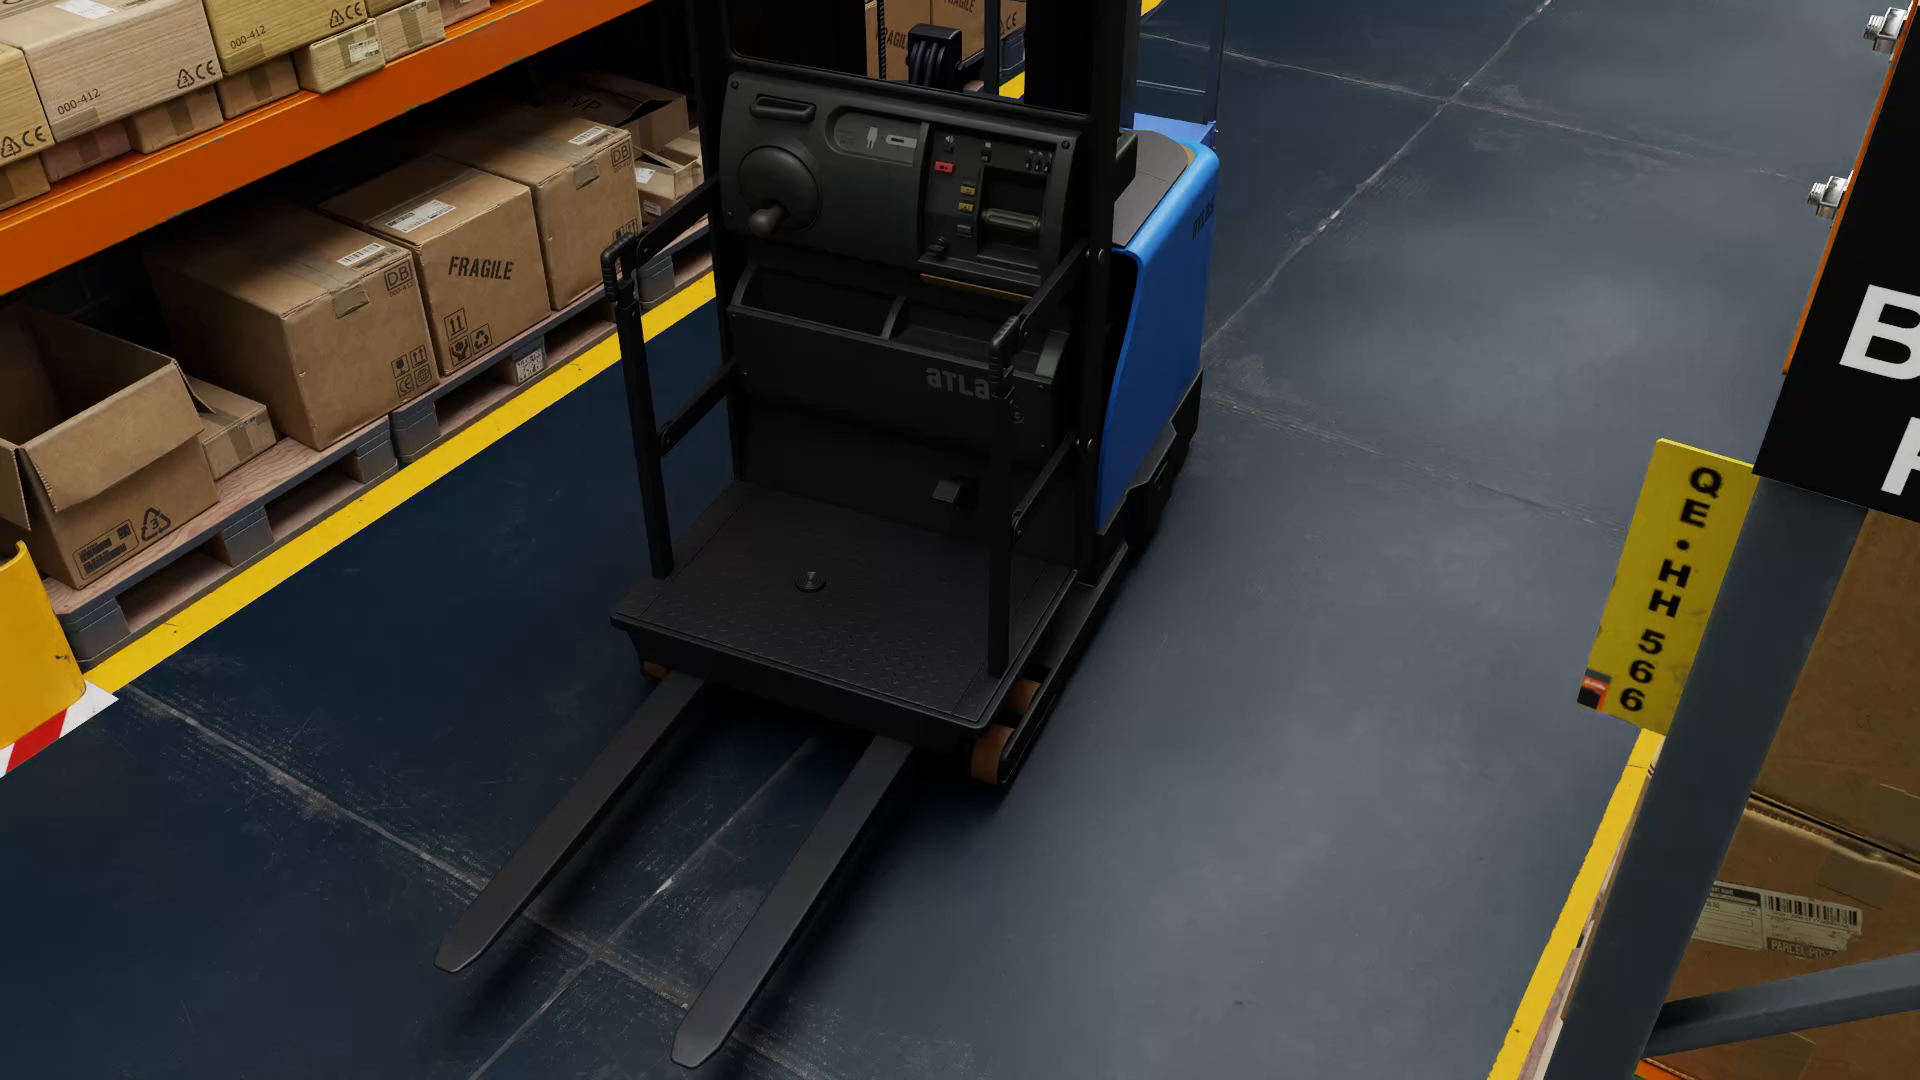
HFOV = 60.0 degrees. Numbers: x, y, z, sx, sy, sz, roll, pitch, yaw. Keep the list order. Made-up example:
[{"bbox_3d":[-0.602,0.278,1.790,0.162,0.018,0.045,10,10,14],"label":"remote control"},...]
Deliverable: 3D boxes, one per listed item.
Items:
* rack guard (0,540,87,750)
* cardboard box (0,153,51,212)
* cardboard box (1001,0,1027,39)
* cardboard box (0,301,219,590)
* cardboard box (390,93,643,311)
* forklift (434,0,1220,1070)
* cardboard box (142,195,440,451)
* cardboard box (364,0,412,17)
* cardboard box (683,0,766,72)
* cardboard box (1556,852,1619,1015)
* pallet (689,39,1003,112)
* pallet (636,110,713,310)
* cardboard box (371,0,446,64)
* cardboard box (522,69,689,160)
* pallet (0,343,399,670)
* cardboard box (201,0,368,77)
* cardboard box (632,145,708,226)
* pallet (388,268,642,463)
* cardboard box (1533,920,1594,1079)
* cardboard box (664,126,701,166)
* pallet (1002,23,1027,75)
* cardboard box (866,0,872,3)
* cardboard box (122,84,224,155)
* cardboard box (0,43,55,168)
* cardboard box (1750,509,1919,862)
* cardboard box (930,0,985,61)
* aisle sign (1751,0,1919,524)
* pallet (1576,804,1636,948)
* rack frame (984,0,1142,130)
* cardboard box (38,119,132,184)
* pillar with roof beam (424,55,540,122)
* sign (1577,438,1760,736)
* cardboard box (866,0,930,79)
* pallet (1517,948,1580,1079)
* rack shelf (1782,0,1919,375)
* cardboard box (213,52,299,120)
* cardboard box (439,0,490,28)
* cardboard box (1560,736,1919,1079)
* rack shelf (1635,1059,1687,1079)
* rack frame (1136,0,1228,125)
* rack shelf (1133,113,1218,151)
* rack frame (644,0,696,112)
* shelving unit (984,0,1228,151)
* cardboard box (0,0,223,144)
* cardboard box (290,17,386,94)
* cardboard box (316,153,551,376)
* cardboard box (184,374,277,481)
[{"bbox_3d":[-3.028,0.119,4.686,1.175,0.500,0.348,21,42,25],"label":"rack guard"},{"bbox_3d":[-2.564,-0.958,4.241,0.380,0.149,0.250,22,43,26],"label":"cardboard box"},{"bbox_3d":[0.071,-2.779,8.102,0.500,0.500,0.500,20,42,24],"label":"cardboard box"},{"bbox_3d":[-2.661,-0.293,4.874,0.797,0.503,0.637,19,42,23],"label":"cardboard box"},{"bbox_3d":[-1.614,-1.255,6.125,0.700,0.500,0.500,20,42,23],"label":"cardboard box"},{"bbox_3d":[-0.251,-0.812,3.902,1.130,2.935,3.031,15,40,19],"label":"forklift"},{"bbox_3d":[-2.171,-0.720,5.431,0.700,0.500,0.500,23,43,27],"label":"cardboard box"},{"bbox_3d":[-1.804,-1.829,5.044,0.500,0.250,0.500,20,42,24],"label":"cardboard box"},{"bbox_3d":[-0.913,-2.420,7.635,0.500,0.500,0.500,21,42,25],"label":"cardboard box"},{"bbox_3d":[1.876,0.791,3.521,0.875,0.438,0.875,22,43,26],"label":"cardboard box"},{"bbox_3d":[-0.522,-2.221,7.958,1.003,0.211,1.213,21,42,25],"label":"pallet"},{"bbox_3d":[-1.295,-1.435,6.939,1.003,0.211,1.213,21,42,25],"label":"pallet"},{"bbox_3d":[-1.805,-1.602,5.077,0.380,0.149,0.250,22,43,26],"label":"cardboard box"},{"bbox_3d":[-1.480,-1.732,6.898,0.500,0.311,0.500,23,43,27],"label":"cardboard box"},{"bbox_3d":[-2.602,-0.177,5.307,1.003,0.211,1.213,21,42,25],"label":"pallet"},{"bbox_3d":[-2.060,-1.558,4.693,0.500,0.250,0.500,20,42,24],"label":"cardboard box"},{"bbox_3d":[-1.168,-1.410,6.517,0.396,0.266,0.258,23,43,27],"label":"cardboard box"},{"bbox_3d":[-1.948,-0.804,6.120,1.003,0.211,1.213,21,42,25],"label":"pallet"},{"bbox_3d":[1.393,1.266,2.906,0.875,0.438,0.875,20,42,24],"label":"cardboard box"},{"bbox_3d":[-0.977,-1.547,6.792,0.380,0.149,0.250,20,42,24],"label":"cardboard box"},{"bbox_3d":[0.131,-2.852,8.777,1.003,0.211,1.213,21,42,25],"label":"pallet"},{"bbox_3d":[-0.509,-2.425,7.110,0.380,0.149,0.250,23,43,27],"label":"cardboard box"},{"bbox_3d":[-2.266,-1.215,4.575,0.380,0.149,0.250,23,43,26],"label":"cardboard box"},{"bbox_3d":[-2.599,-1.036,4.016,0.500,0.250,0.500,21,42,25],"label":"cardboard box"},{"bbox_3d":[1.181,0.028,1.856,0.500,0.500,0.500,23,43,27],"label":"cardboard box"},{"bbox_3d":[-0.200,-2.523,7.770,0.500,0.500,0.500,21,42,25],"label":"cardboard box"},{"bbox_3d":[0.824,-0.304,1.058,0.394,0.787,0.004,21,42,25],"label":"aisle sign"},{"bbox_3d":[2.141,0.830,4.000,1.003,0.211,1.213,21,42,25],"label":"pallet"},{"bbox_3d":[0.313,-1.129,5.486,0.500,1.500,0.032,15,40,19],"label":"rack frame"},{"bbox_3d":[-2.453,-1.105,4.432,0.380,0.149,0.250,21,42,25],"label":"cardboard box"},{"bbox_3d":[1.575,-3.797,2.805,9.100,9.000,0.400,21,42,25],"label":"pillar with roof beam"},{"bbox_3d":[0.673,0.053,1.582,0.100,0.325,0.005,21,42,25],"label":"sign"},{"bbox_3d":[-0.477,-2.246,7.410,0.500,0.500,0.500,23,43,27],"label":"cardboard box"},{"bbox_3d":[1.486,1.457,3.187,1.003,0.211,1.213,21,42,25],"label":"pallet"},{"bbox_3d":[2.196,-1.144,2.409,1.077,0.370,4.000,21,42,25],"label":"rack shelf"},{"bbox_3d":[-2.128,-1.354,4.755,0.380,0.149,0.250,22,43,26],"label":"cardboard box"},{"bbox_3d":[-1.725,-1.757,5.279,0.380,0.149,0.250,21,42,25],"label":"cardboard box"},{"bbox_3d":[1.159,0.415,2.172,0.500,0.500,0.500,21,42,25],"label":"cardboard box"},{"bbox_3d":[2.196,0.044,3.325,1.077,0.370,4.000,21,42,25],"label":"rack shelf"},{"bbox_3d":[0.722,-1.697,6.223,0.500,1.500,0.032,15,40,19],"label":"rack frame"},{"bbox_3d":[0.517,-1.271,5.965,0.538,0.185,1.000,15,40,19],"label":"rack shelf"},{"bbox_3d":[-0.926,-2.893,6.547,1.000,3.000,0.127,21,42,25],"label":"rack frame"},{"bbox_3d":[0.517,-1.413,5.855,0.538,1.500,1.048,15,40,19],"label":"shelving unit"},{"bbox_3d":[-2.329,-1.296,4.353,0.500,0.250,0.500,22,43,26],"label":"cardboard box"},{"bbox_3d":[-1.929,-1.459,4.892,0.380,0.149,0.250,20,42,24],"label":"cardboard box"},{"bbox_3d":[-1.803,-0.960,5.742,0.500,0.500,0.500,22,43,26],"label":"cardboard box"},{"bbox_3d":[-2.401,-0.359,5.250,0.380,0.149,0.250,19,42,23],"label":"cardboard box"}]
